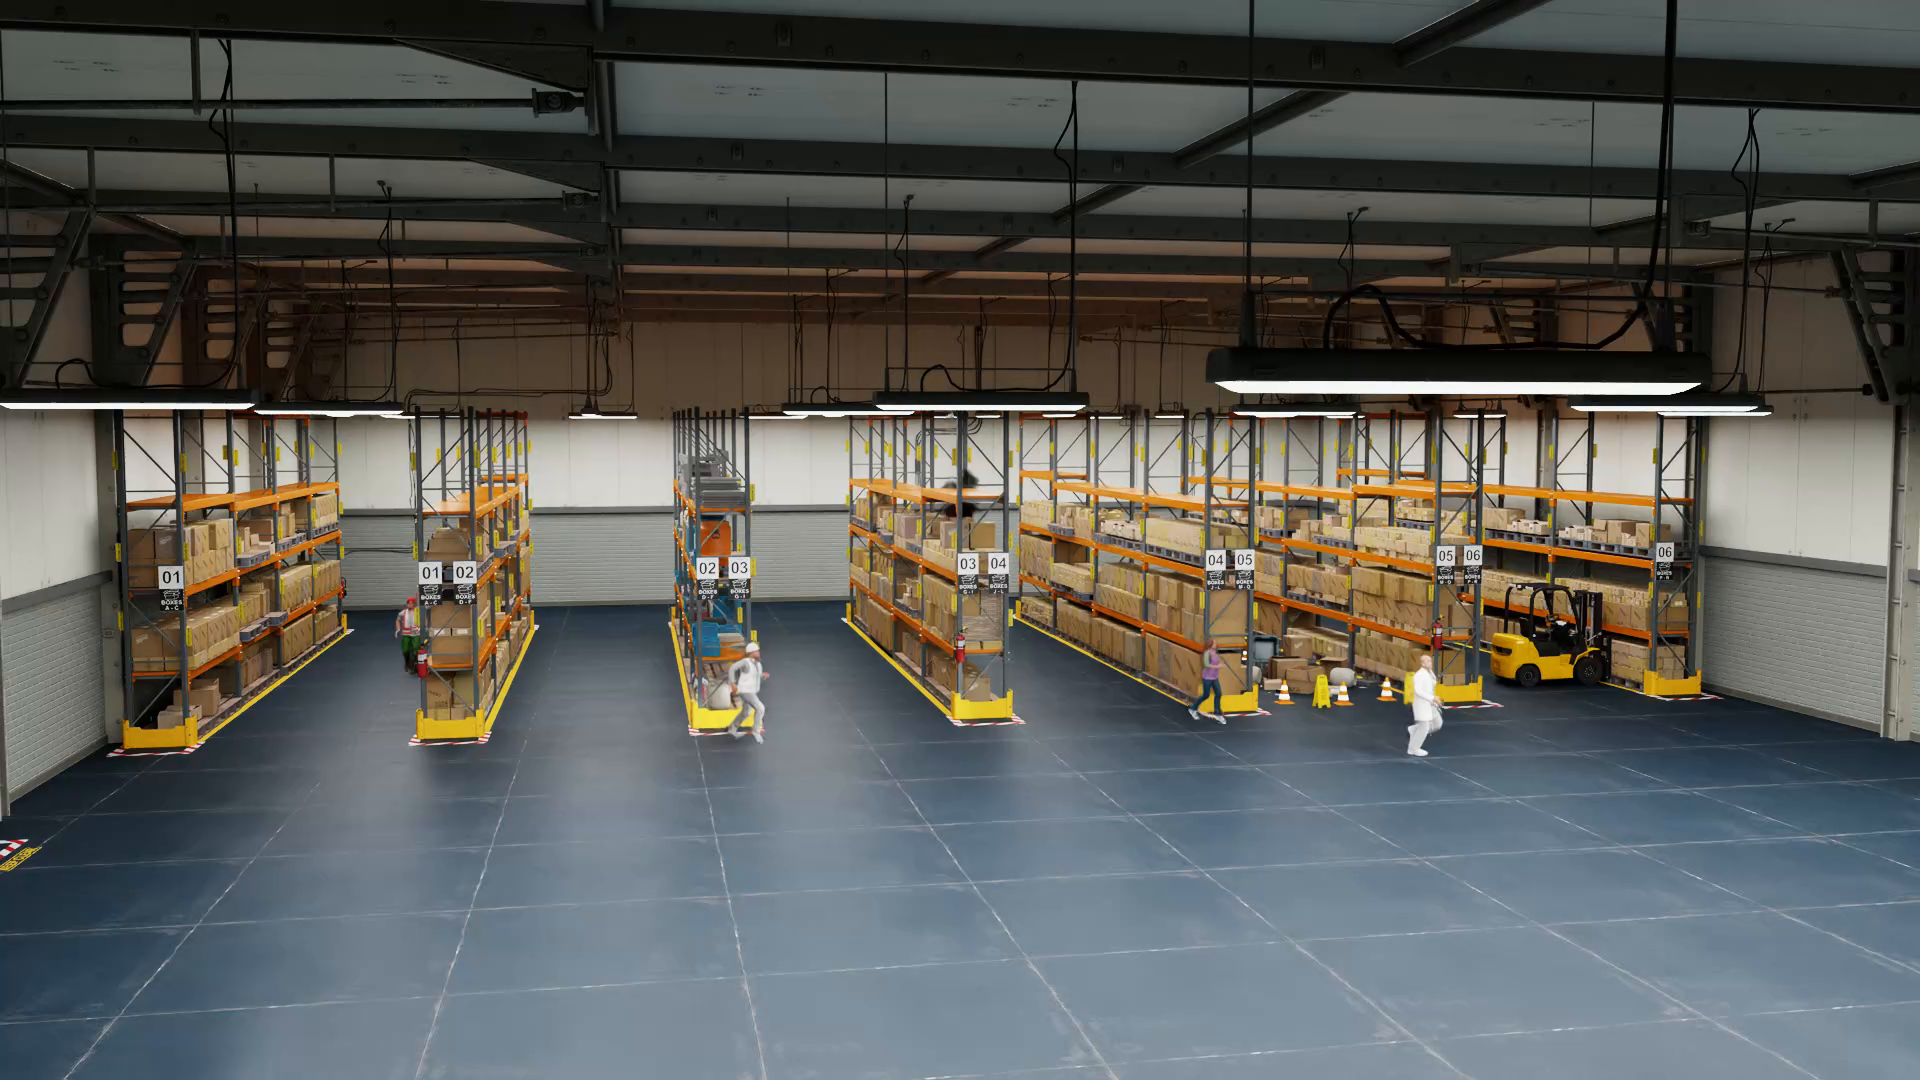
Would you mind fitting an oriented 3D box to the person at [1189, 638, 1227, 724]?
[{"bbox_3d":[4.727,2.662,31.688,0.759,1.631,0.575,3,5,33],"label":"person"}]

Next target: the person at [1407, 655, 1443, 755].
[{"bbox_3d":[7.999,2.828,28.489,0.690,1.732,0.747,4,5,42],"label":"person"}]

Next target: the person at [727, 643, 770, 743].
[{"bbox_3d":[-3.795,2.732,29.736,0.842,1.806,0.679,2,4,22],"label":"person"}]

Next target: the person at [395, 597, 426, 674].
[{"bbox_3d":[-12.406,2.169,37.547,0.664,1.739,0.589,-1,4,-13],"label":"person"}]
